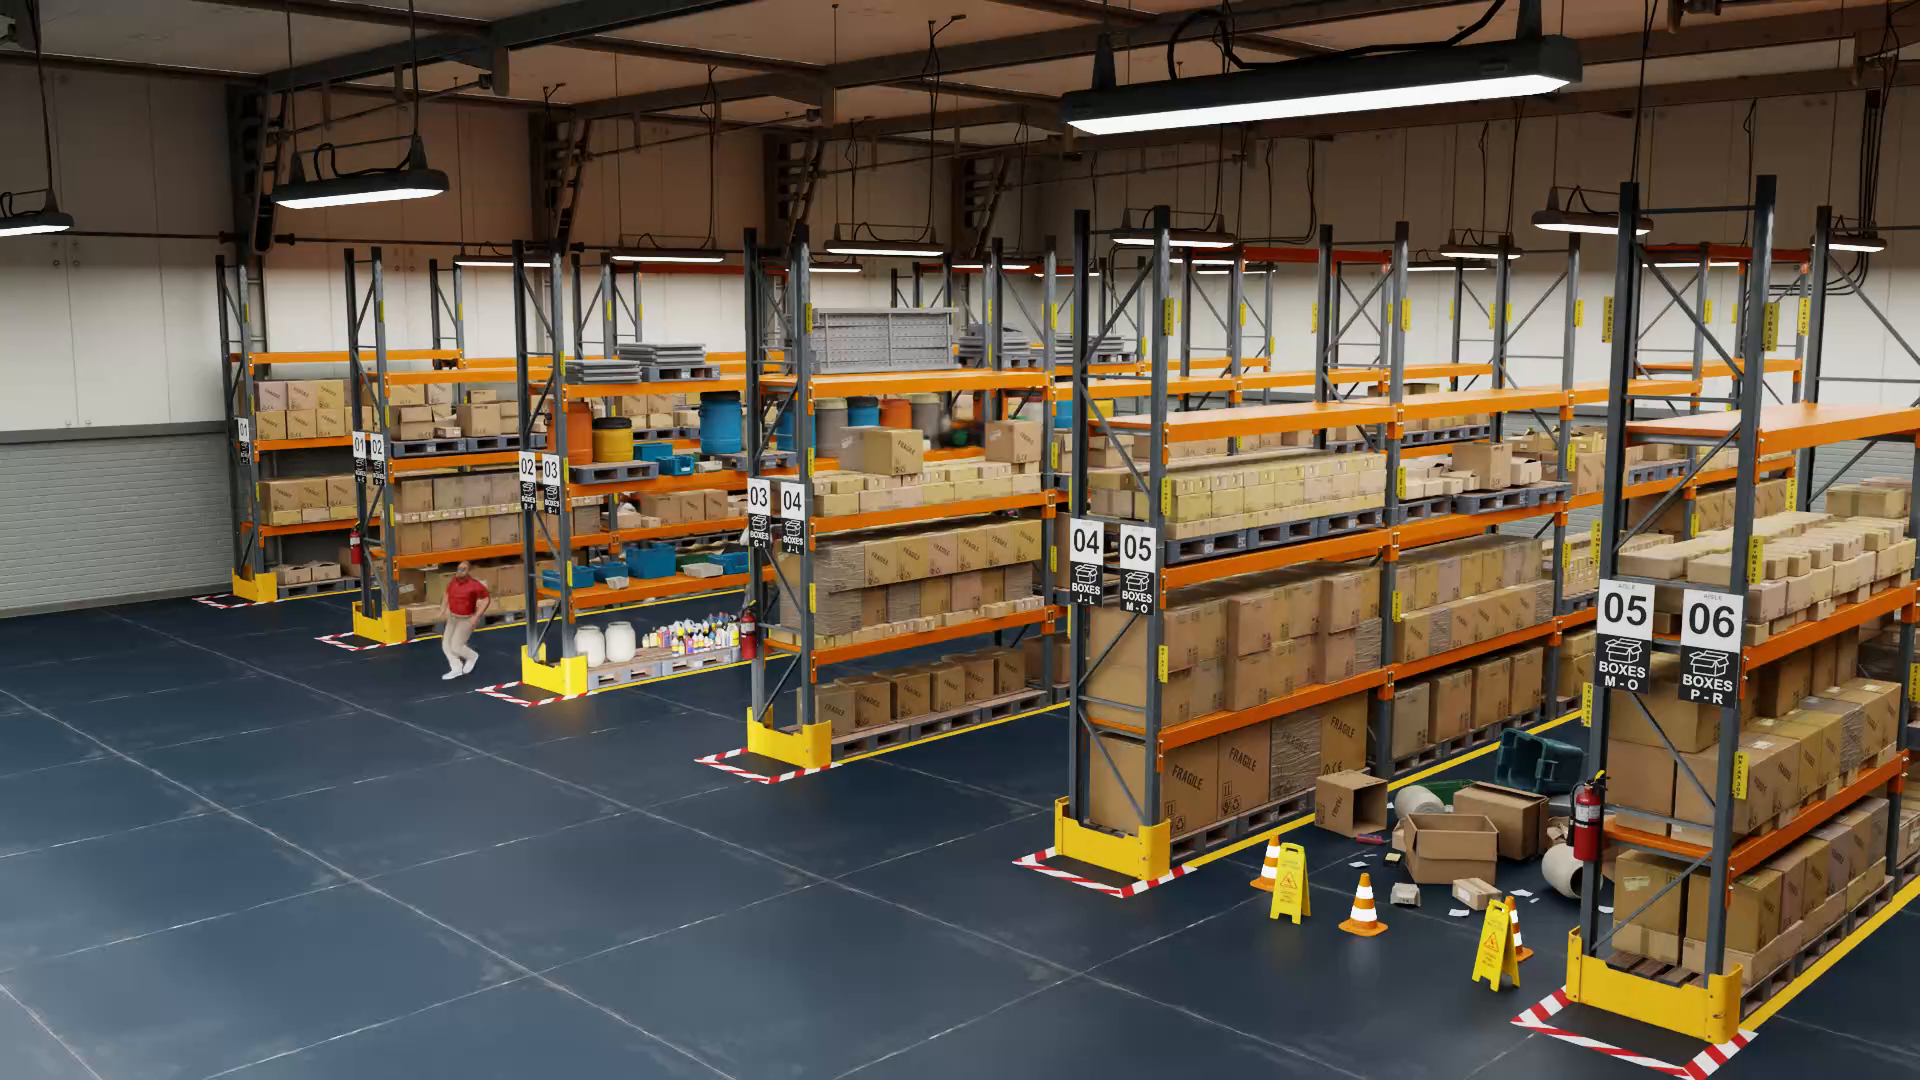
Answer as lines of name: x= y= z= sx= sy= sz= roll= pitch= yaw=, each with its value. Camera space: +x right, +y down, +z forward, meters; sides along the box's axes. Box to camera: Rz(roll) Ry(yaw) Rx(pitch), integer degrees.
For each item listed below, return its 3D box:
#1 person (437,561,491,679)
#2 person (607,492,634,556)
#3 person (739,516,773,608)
person: x=-6.855 y=1.110 z=22.929 sx=0.714 sy=1.663 sz=0.543 roll=4 pitch=9 yaw=27
person: x=-6.352 y=-0.119 z=31.237 sx=0.542 sy=1.743 sz=0.703 roll=-8 pitch=11 yaw=-43
person: x=-3.327 y=0.321 z=27.146 sx=0.612 sy=1.575 sz=0.783 roll=7 pitch=11 yaw=42
